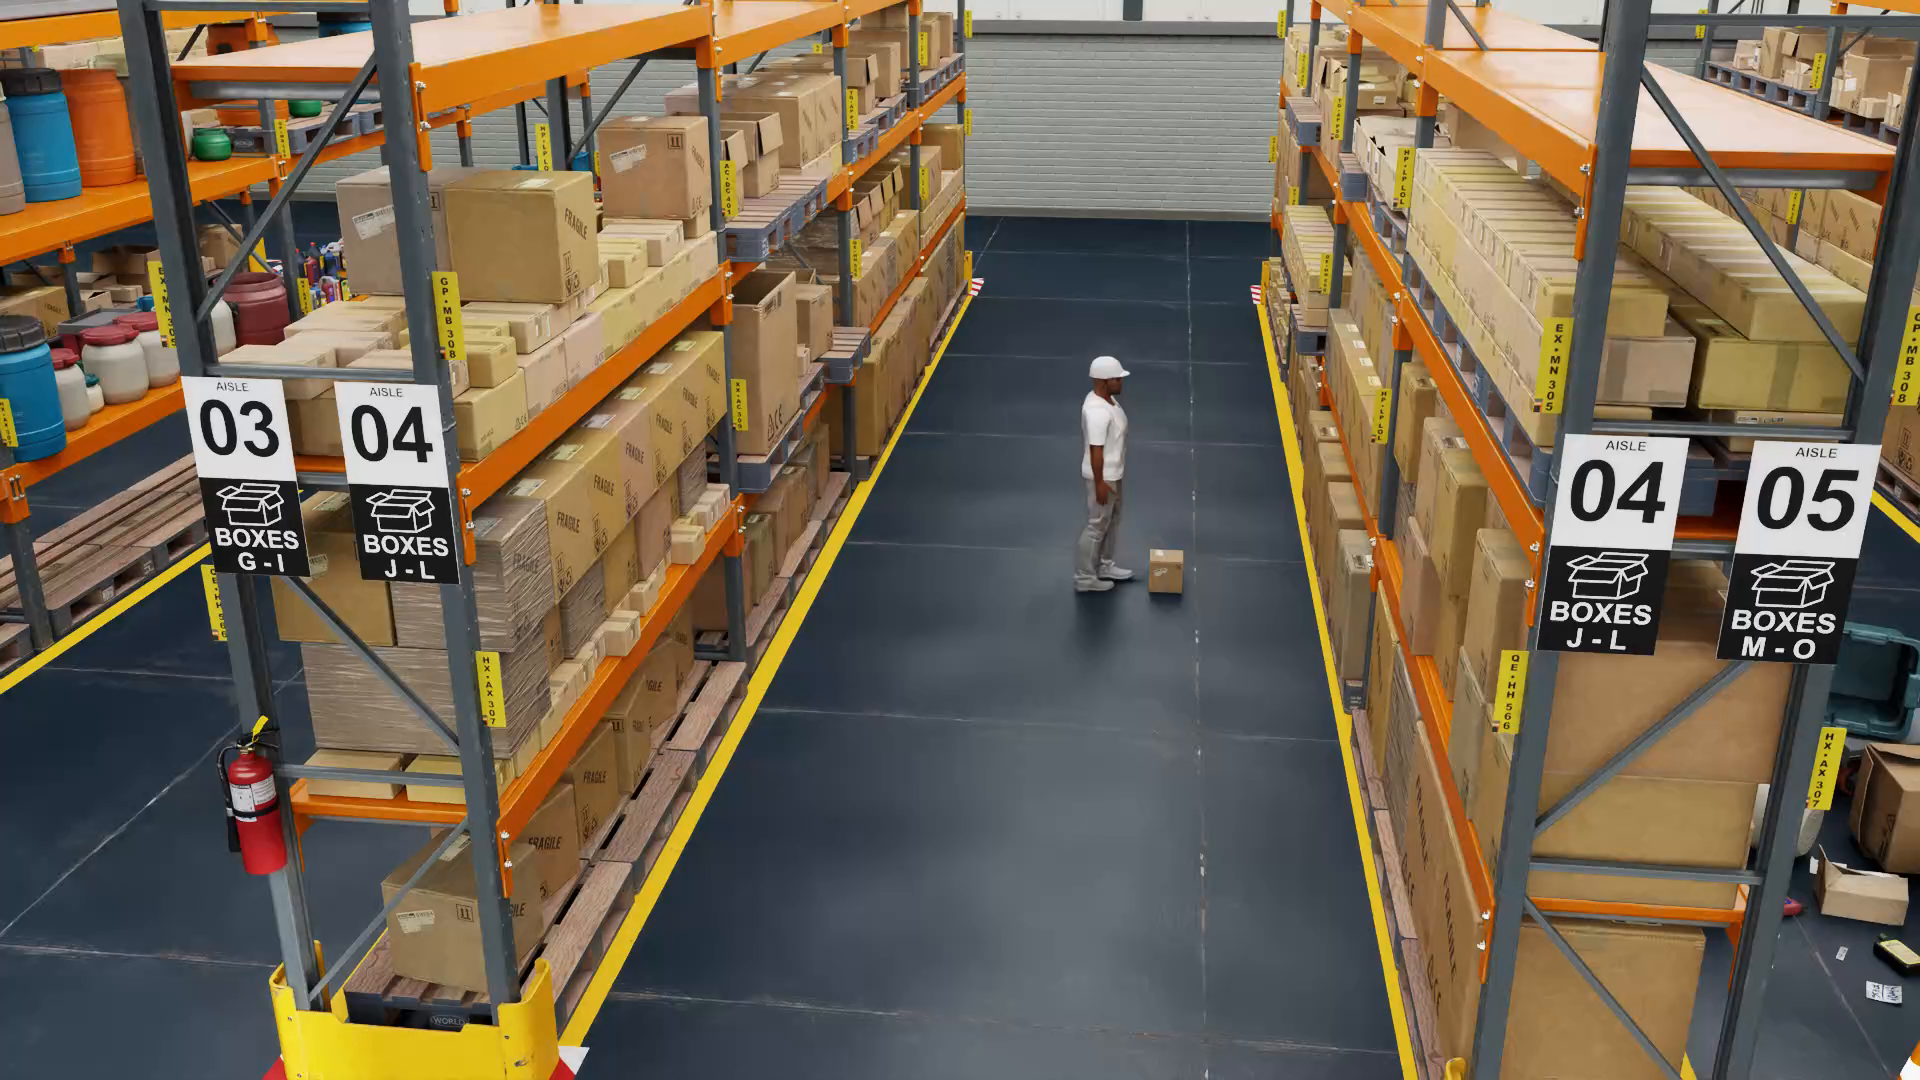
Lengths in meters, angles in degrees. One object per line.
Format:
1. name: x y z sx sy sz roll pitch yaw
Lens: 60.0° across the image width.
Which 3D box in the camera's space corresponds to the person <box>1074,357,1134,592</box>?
1. person: 1.096 -0.491 12.346 0.440 1.777 0.571 3 21 8
